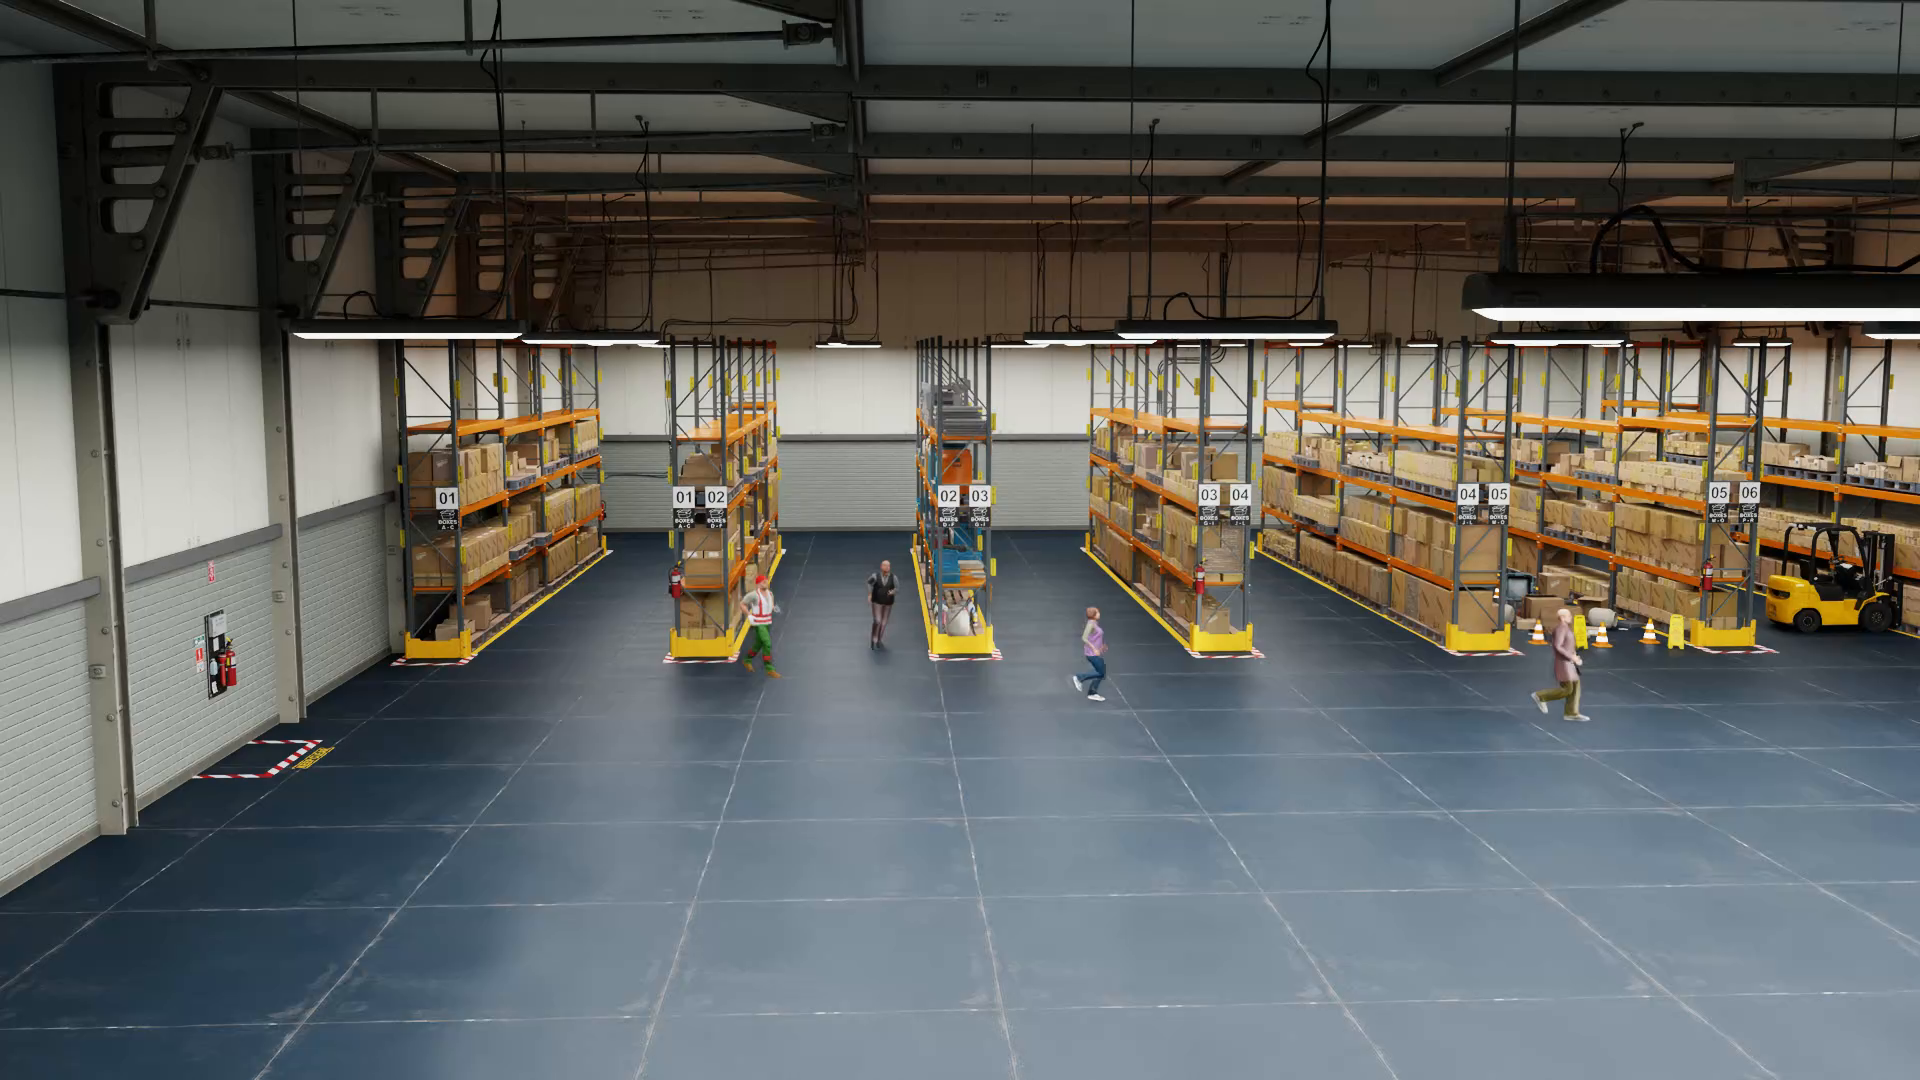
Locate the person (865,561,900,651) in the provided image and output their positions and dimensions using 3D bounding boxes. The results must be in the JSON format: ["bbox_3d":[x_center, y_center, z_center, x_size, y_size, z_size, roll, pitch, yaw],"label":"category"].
[{"bbox_3d":[-1.486,1.262,32.070,0.638,1.749,0.738,-2,7,-13],"label":"person"}]

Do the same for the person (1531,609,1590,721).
[{"bbox_3d":[9.328,1.970,25.757,0.865,1.665,0.726,3,7,23],"label":"person"}]

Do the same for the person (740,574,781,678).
[{"bbox_3d":[-3.491,1.485,29.216,0.921,1.787,0.645,4,8,32],"label":"person"}]

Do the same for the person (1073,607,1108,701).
[{"bbox_3d":[2.146,1.873,27.310,0.549,1.538,0.538,2,7,14],"label":"person"}]
